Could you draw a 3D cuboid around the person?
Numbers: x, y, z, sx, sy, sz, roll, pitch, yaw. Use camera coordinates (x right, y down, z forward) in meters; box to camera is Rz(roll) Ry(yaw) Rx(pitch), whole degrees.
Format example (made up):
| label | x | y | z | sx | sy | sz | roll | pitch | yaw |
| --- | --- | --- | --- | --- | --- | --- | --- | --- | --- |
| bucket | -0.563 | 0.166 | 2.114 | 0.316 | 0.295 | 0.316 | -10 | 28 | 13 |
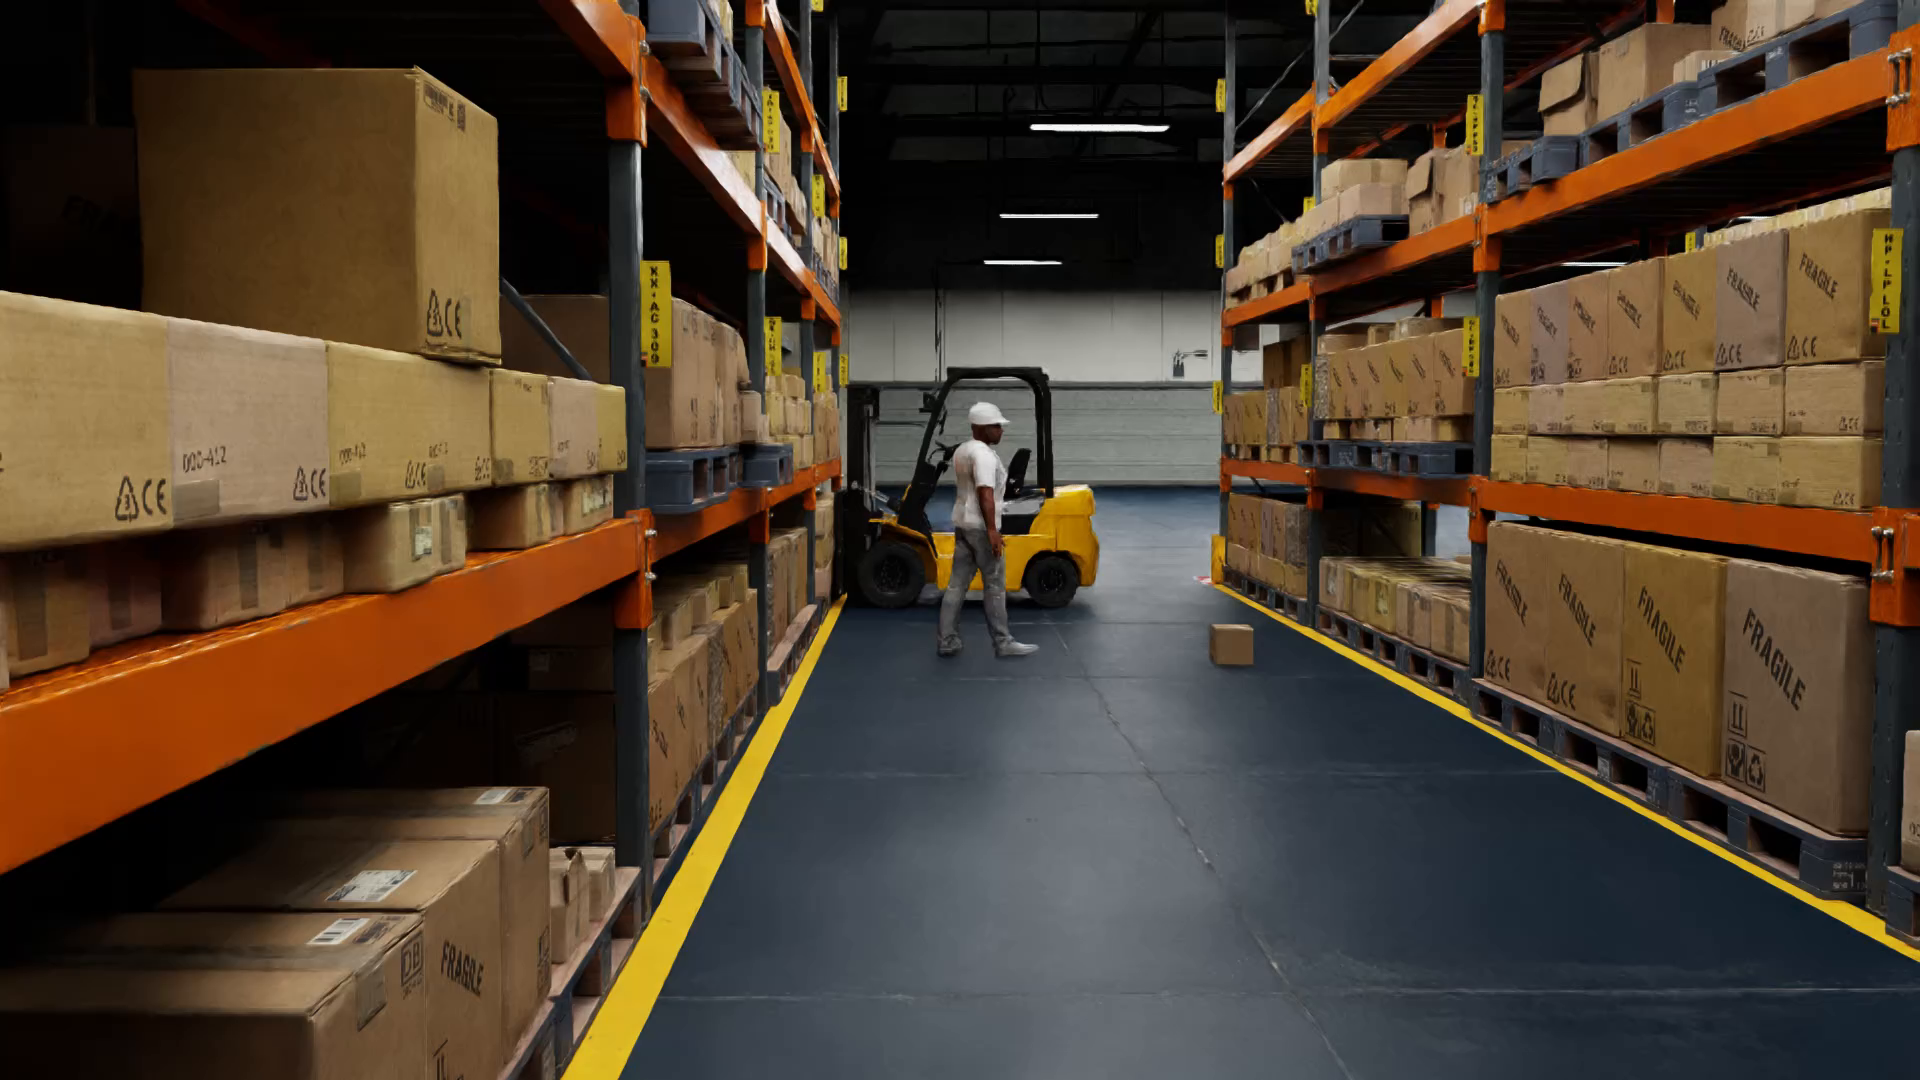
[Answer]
| label | x | y | z | sx | sy | sz | roll | pitch | yaw |
| --- | --- | --- | --- | --- | --- | --- | --- | --- | --- |
| person | 0.183 | -0.071 | 11.605 | 0.637 | 1.767 | 0.683 | -2 | 4 | -22 |
